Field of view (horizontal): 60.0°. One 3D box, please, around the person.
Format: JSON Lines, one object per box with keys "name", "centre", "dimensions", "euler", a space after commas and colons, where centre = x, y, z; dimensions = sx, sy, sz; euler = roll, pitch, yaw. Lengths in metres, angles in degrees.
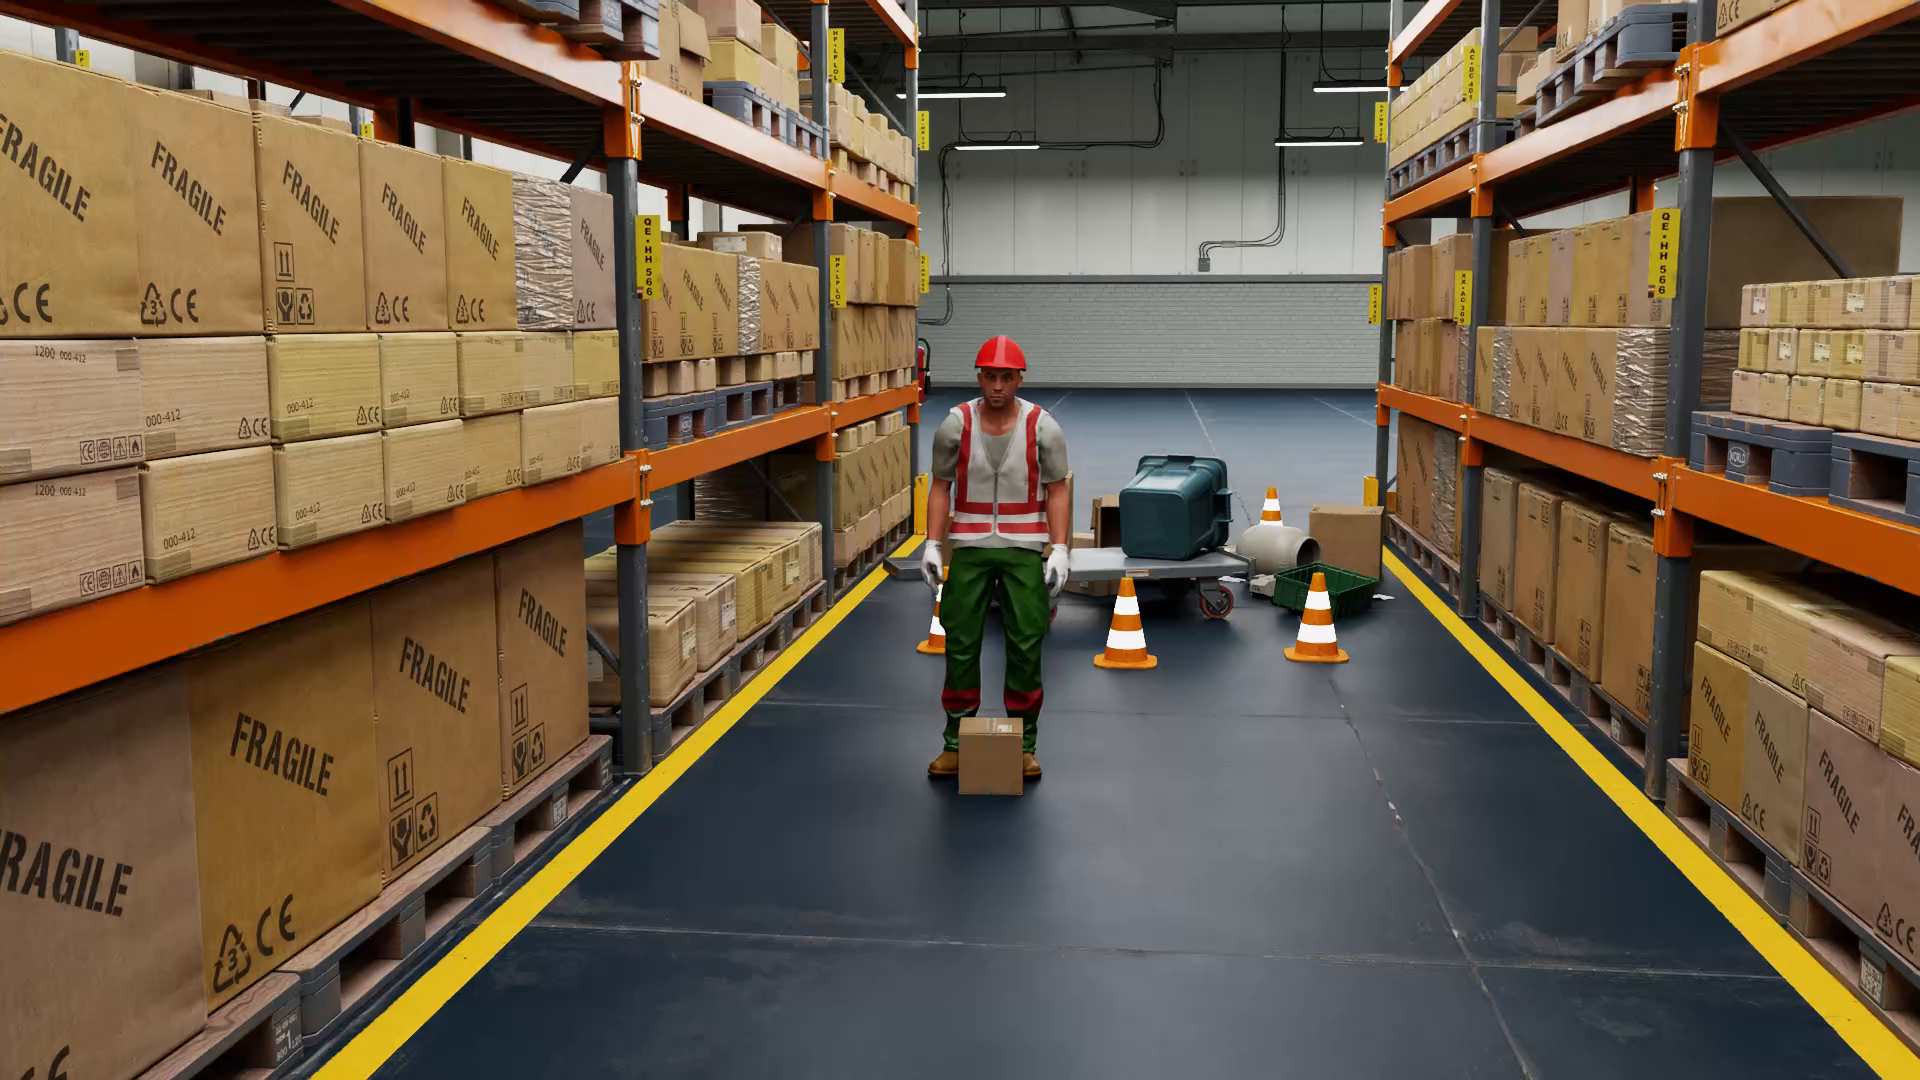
{"name": "person", "centre": [0.145, 0.068, 6.713], "dimensions": [0.608, 1.779, 0.449], "euler": [1, 8, 7]}
